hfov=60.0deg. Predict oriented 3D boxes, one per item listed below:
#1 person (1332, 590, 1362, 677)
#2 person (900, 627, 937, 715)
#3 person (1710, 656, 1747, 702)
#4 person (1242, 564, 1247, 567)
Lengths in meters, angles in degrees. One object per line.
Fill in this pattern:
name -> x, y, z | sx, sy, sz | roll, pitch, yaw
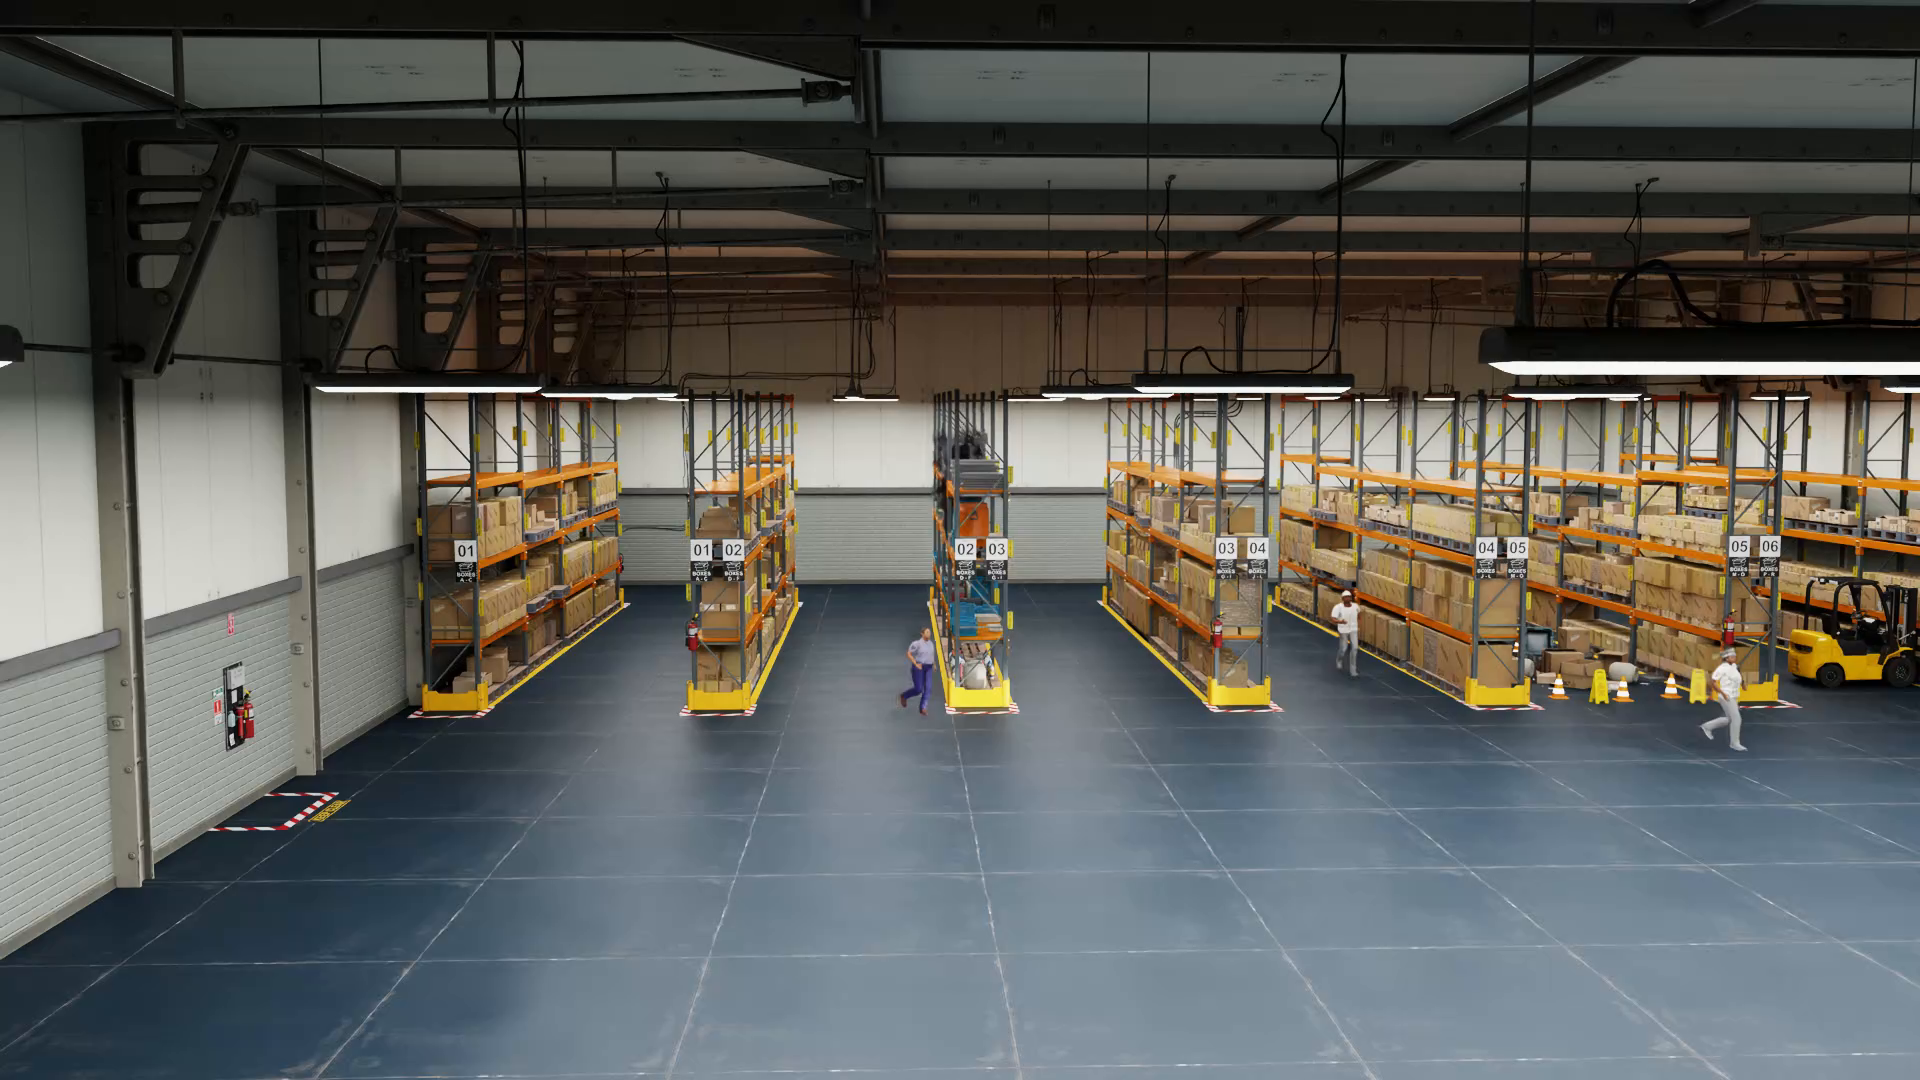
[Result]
person -> 8.254, 1.968, 35.394 | 0.704, 1.793, 0.889 | 0, 5, -1
person -> 6.401, 2.152, 34.137 | 15.643, 1.593, 4.988 | -4, 6, -40
person -> 12.830, 2.251, 27.654 | 0.574, 0.841, 0.465 | -4, 6, -40
person -> -0.842, 0.338, 45.488 | 9.875, 3.468, 17.190 | 4, 6, 43
